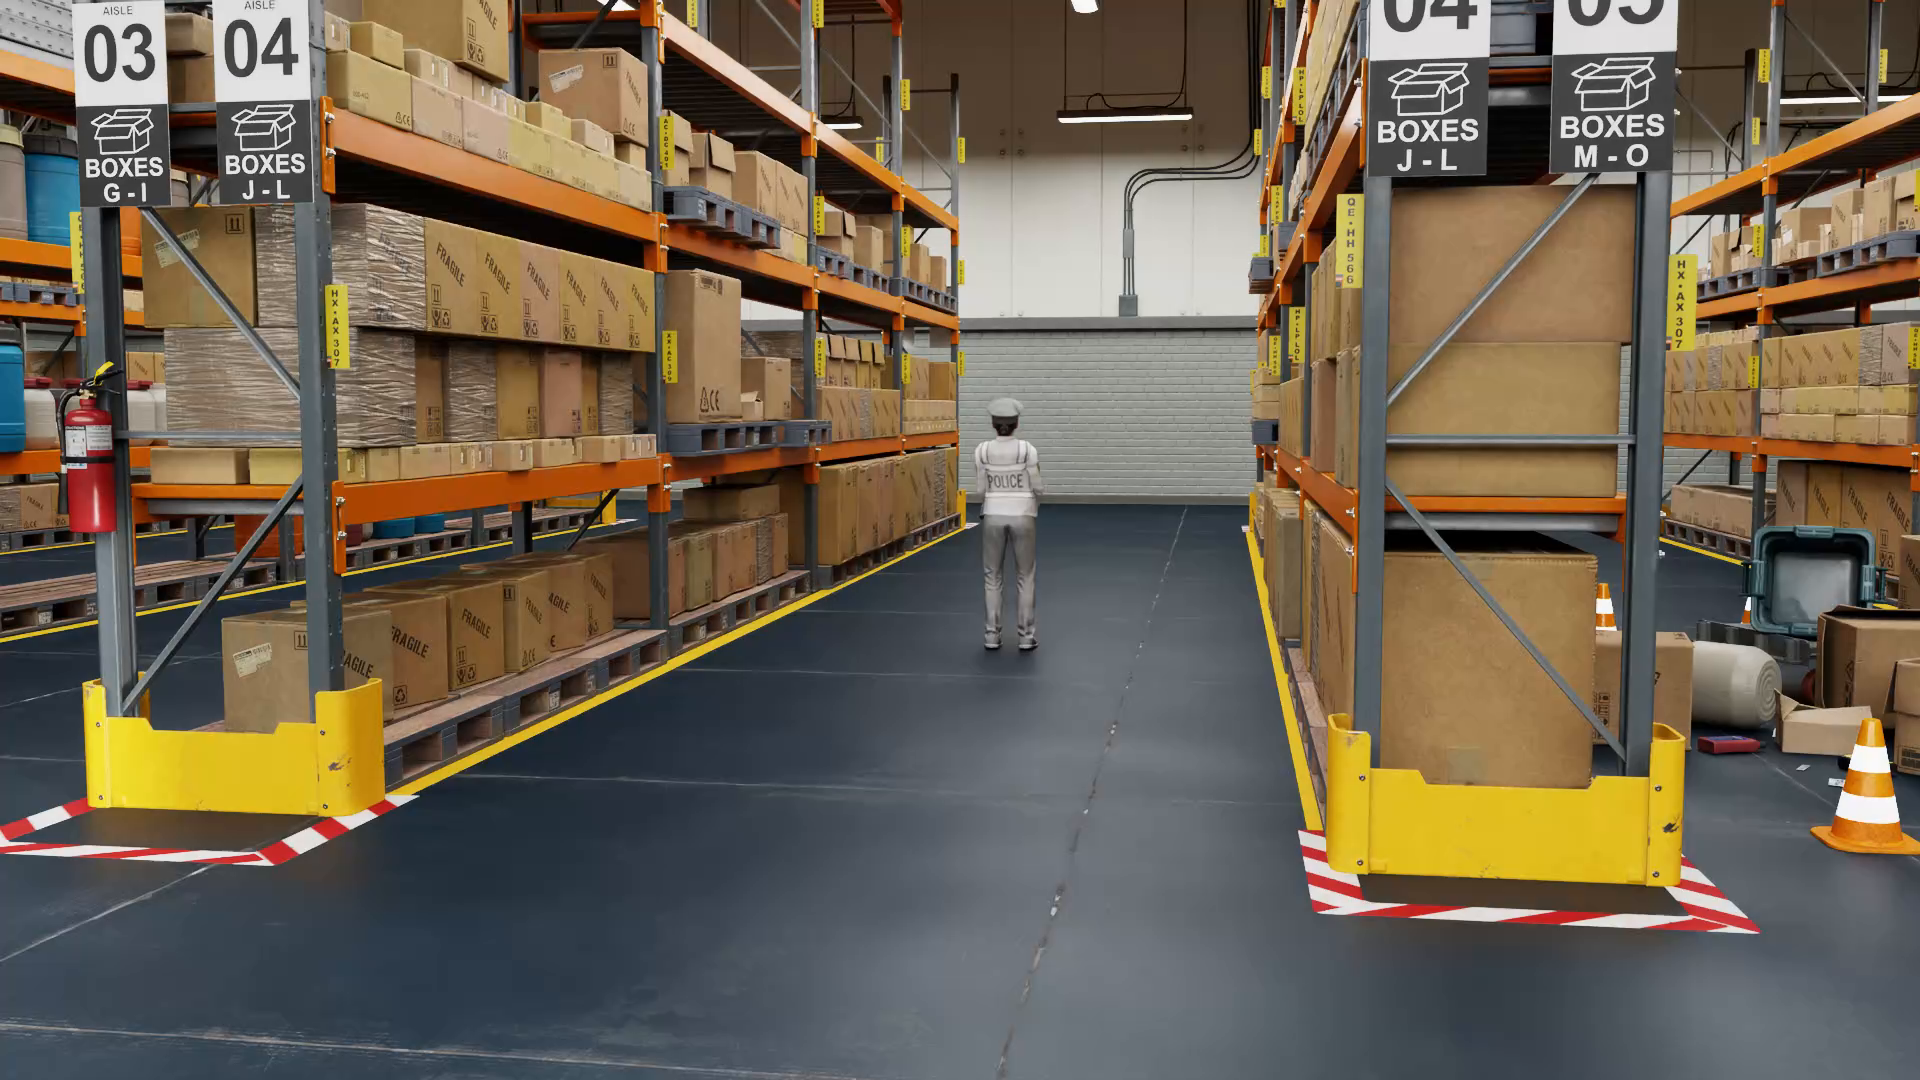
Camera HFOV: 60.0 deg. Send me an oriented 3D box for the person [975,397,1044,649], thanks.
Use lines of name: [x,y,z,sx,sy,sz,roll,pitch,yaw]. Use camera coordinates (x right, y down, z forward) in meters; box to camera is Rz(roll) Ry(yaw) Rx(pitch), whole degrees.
person: [0.337,-0.117,11.207,0.459,1.686,0.556,1,5,9]
